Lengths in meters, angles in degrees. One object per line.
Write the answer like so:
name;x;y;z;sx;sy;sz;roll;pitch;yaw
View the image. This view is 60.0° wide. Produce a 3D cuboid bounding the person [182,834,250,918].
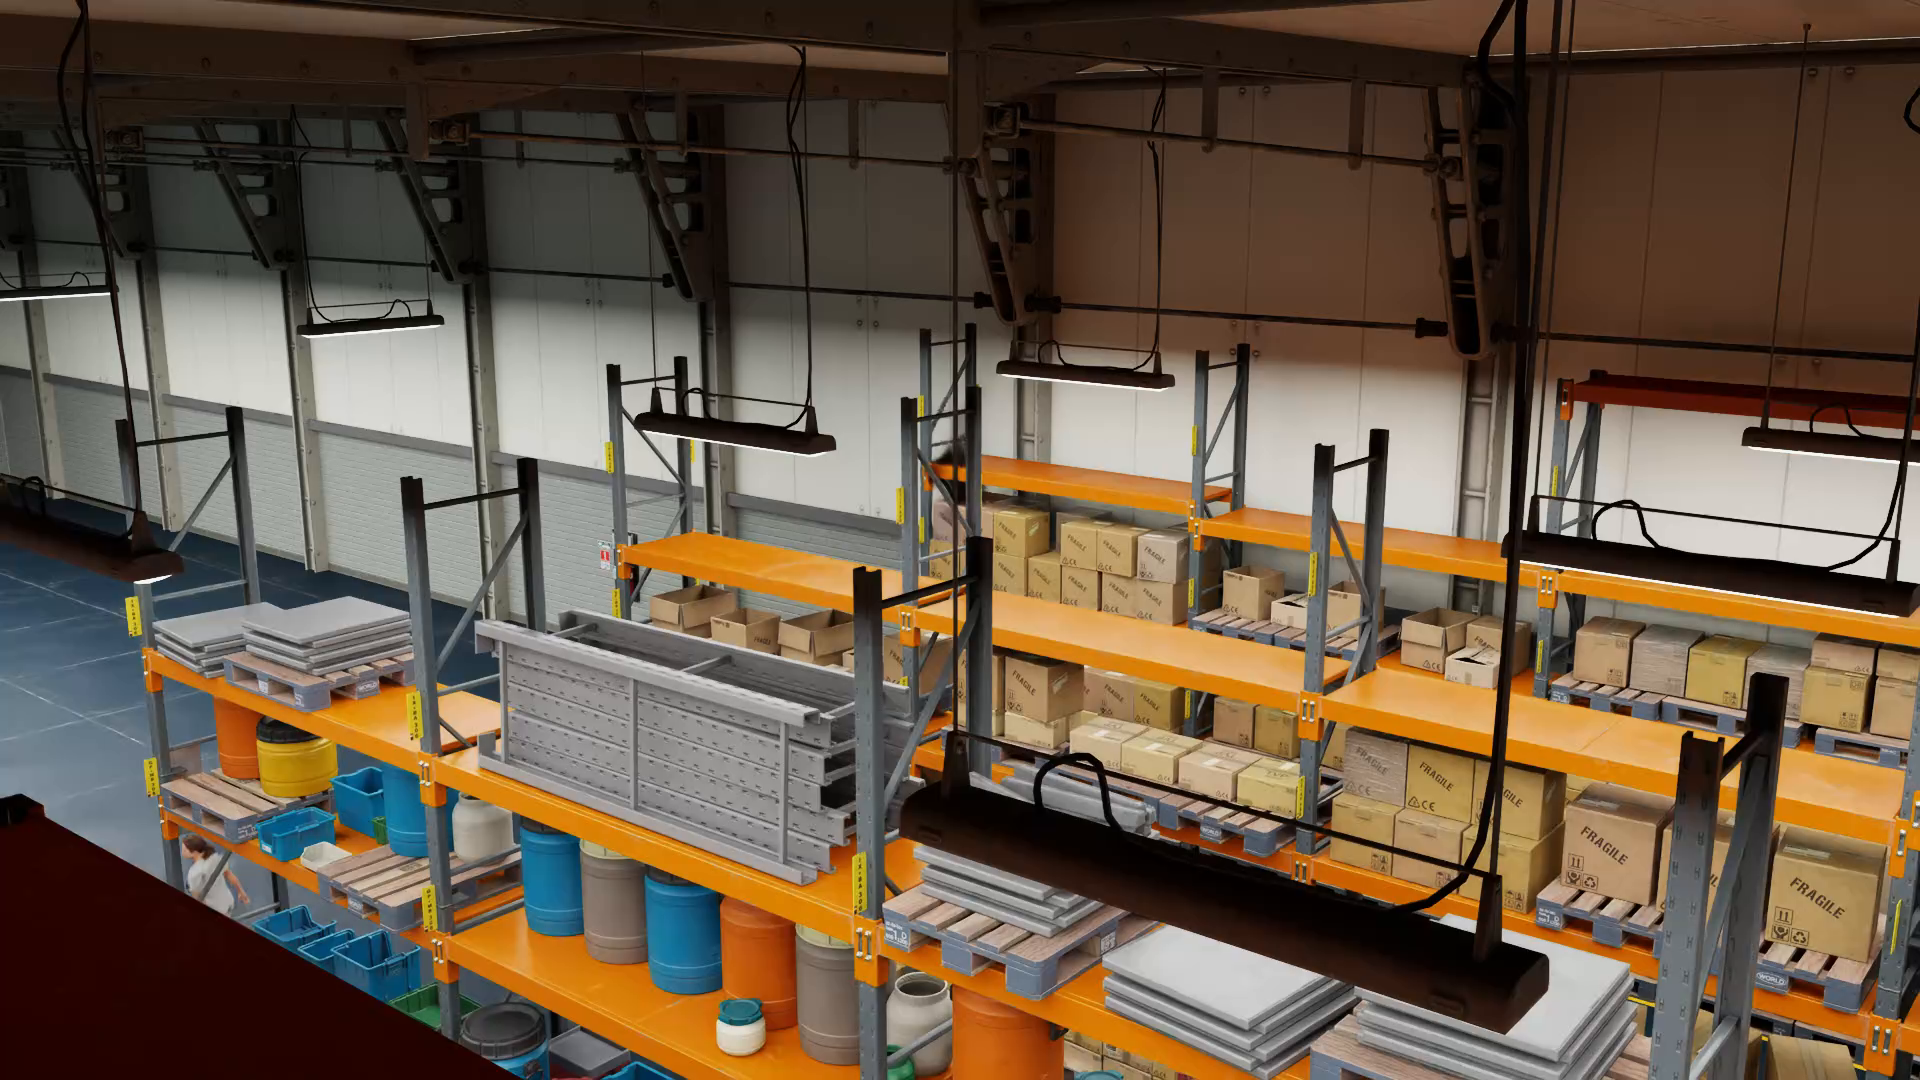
person;-7.308;3.663;16.438;0.522;1.631;0.610;1;13;5
